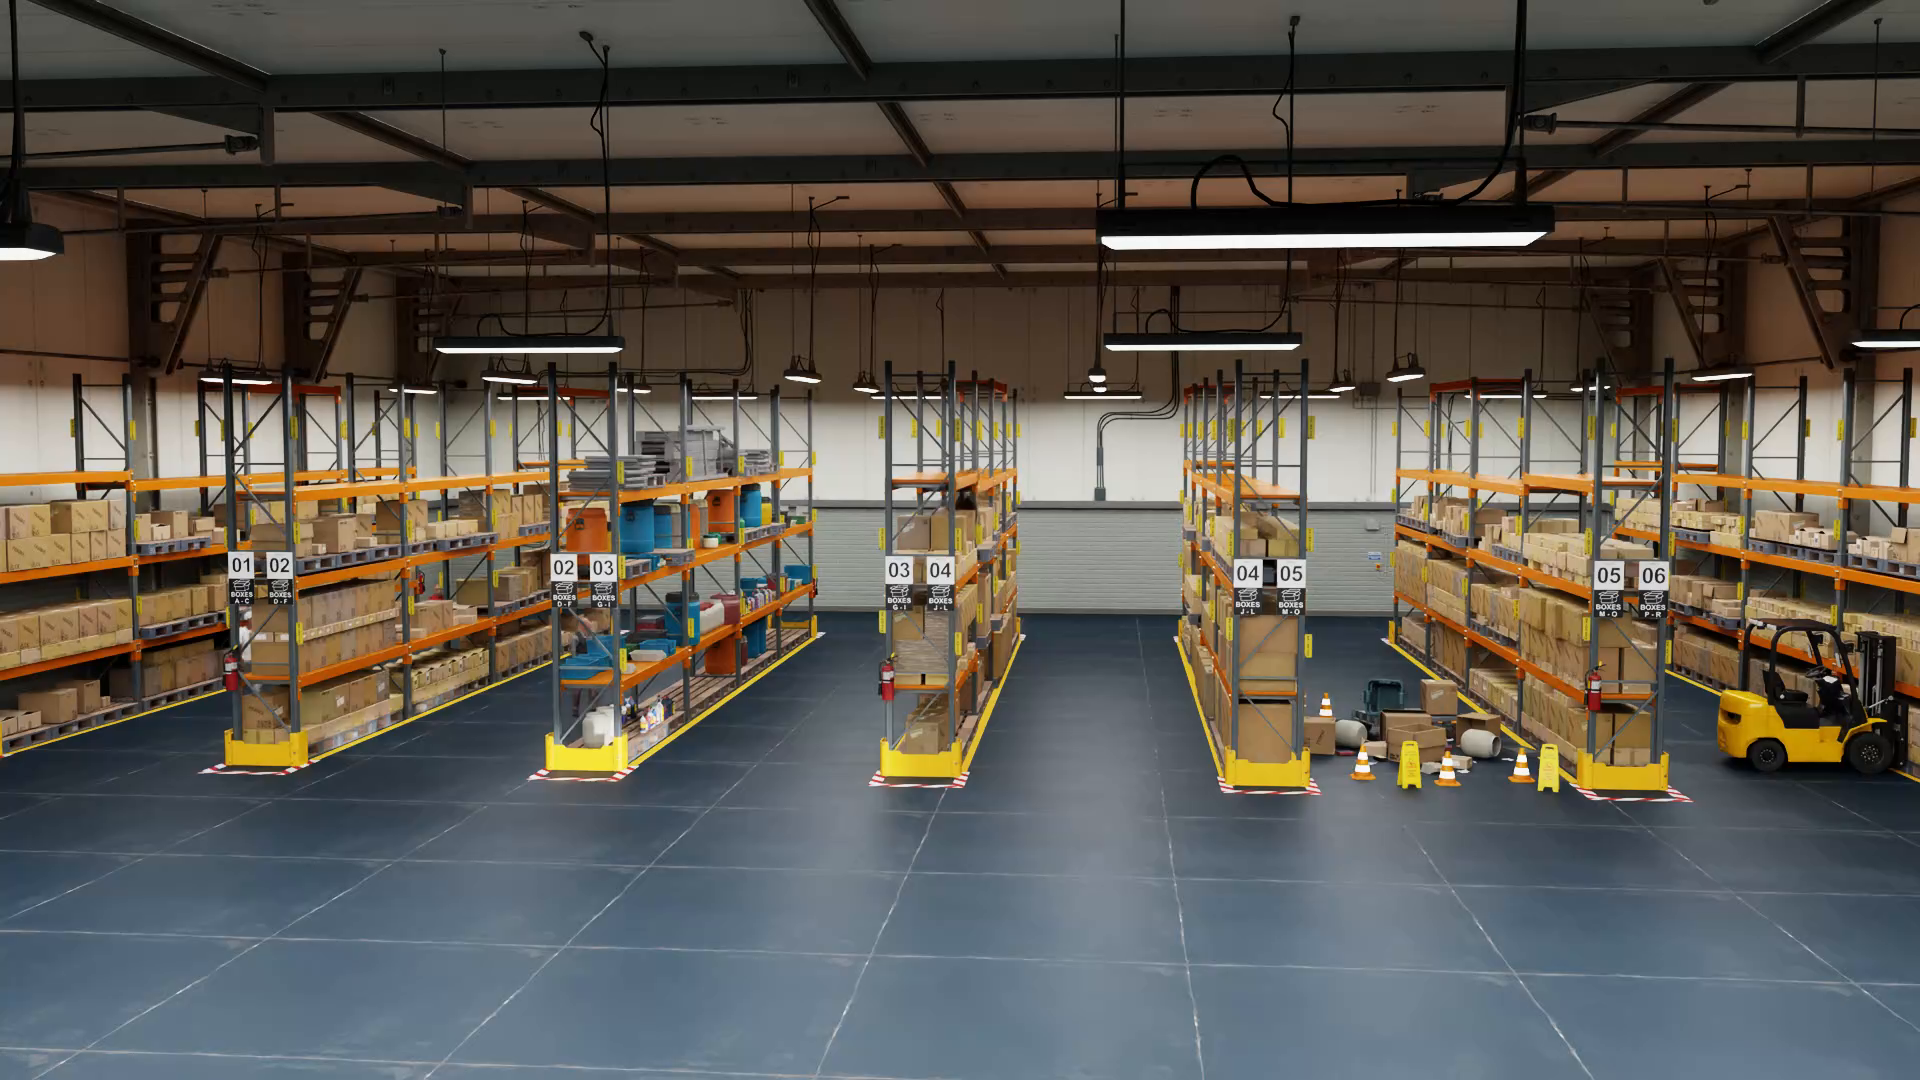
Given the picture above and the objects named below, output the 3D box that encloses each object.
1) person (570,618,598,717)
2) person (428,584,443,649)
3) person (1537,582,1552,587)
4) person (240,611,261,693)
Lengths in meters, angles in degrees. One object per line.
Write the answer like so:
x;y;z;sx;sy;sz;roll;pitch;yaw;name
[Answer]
-6.563;2.224;29.148;0.568;1.739;0.402;-2;4;-27;person
-11.050;1.804;35.527;0.587;1.721;0.563;1;4;11;person
14.036;1.504;39.883;0.865;1.730;0.601;0;4;2;person
-12.864;2.158;30.168;0.506;1.729;1.010;0;4;-7;person
